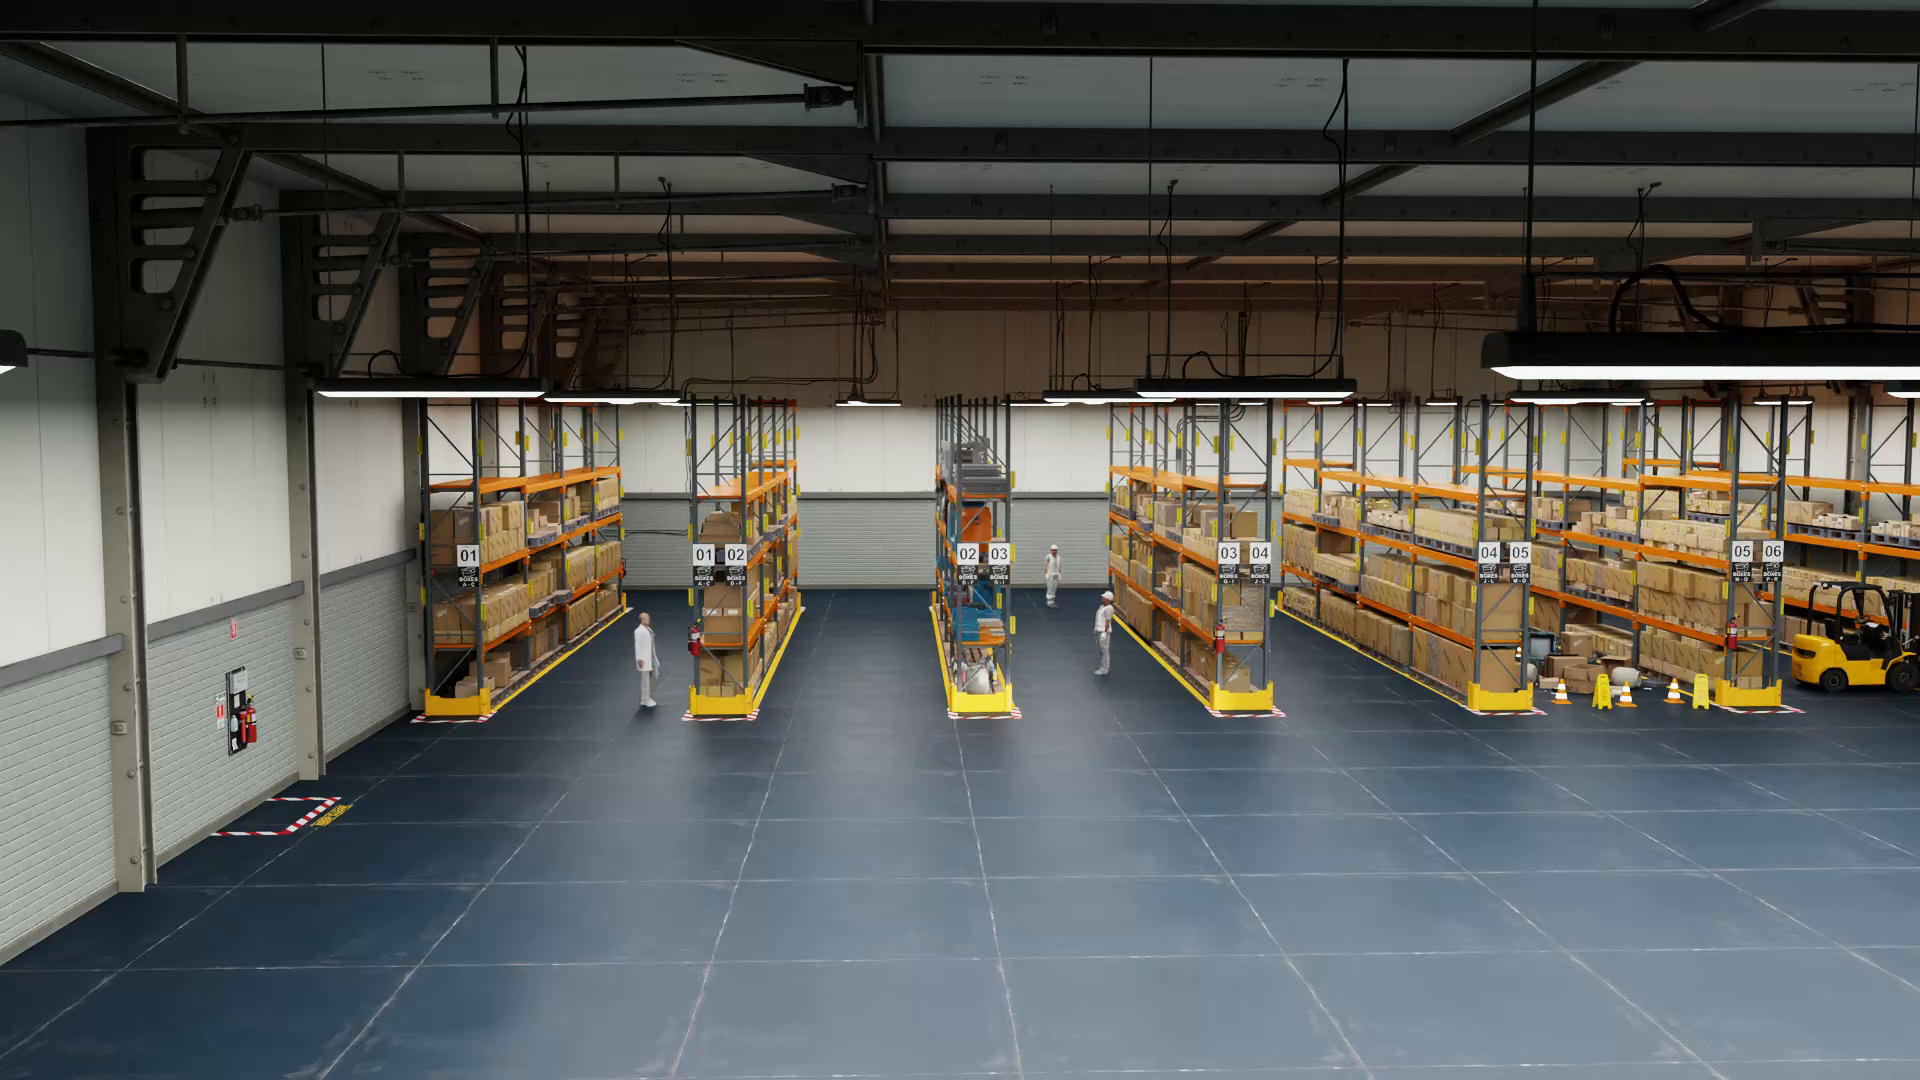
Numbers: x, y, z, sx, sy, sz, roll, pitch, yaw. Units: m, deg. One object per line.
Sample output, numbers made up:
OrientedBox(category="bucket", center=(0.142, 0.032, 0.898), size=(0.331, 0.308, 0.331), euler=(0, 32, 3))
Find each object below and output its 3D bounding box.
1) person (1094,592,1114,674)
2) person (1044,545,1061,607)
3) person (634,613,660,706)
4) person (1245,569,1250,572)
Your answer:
OrientedBox(category="person", center=(3.088, 2.009, 36.053), size=(0.503, 1.791, 0.587), euler=(-2, 5, -22))
OrientedBox(category="person", center=(2.697, 1.040, 48.006), size=(0.571, 1.796, 0.366), euler=(-4, 6, -38))
OrientedBox(category="person", center=(-6.087, 2.360, 32.274), size=(0.579, 1.701, 0.663), euler=(2, 5, 20))
OrientedBox(category="person", center=(8.076, 1.086, 47.548), size=(0.520, 1.730, 1.060), euler=(0, 5, -4))
